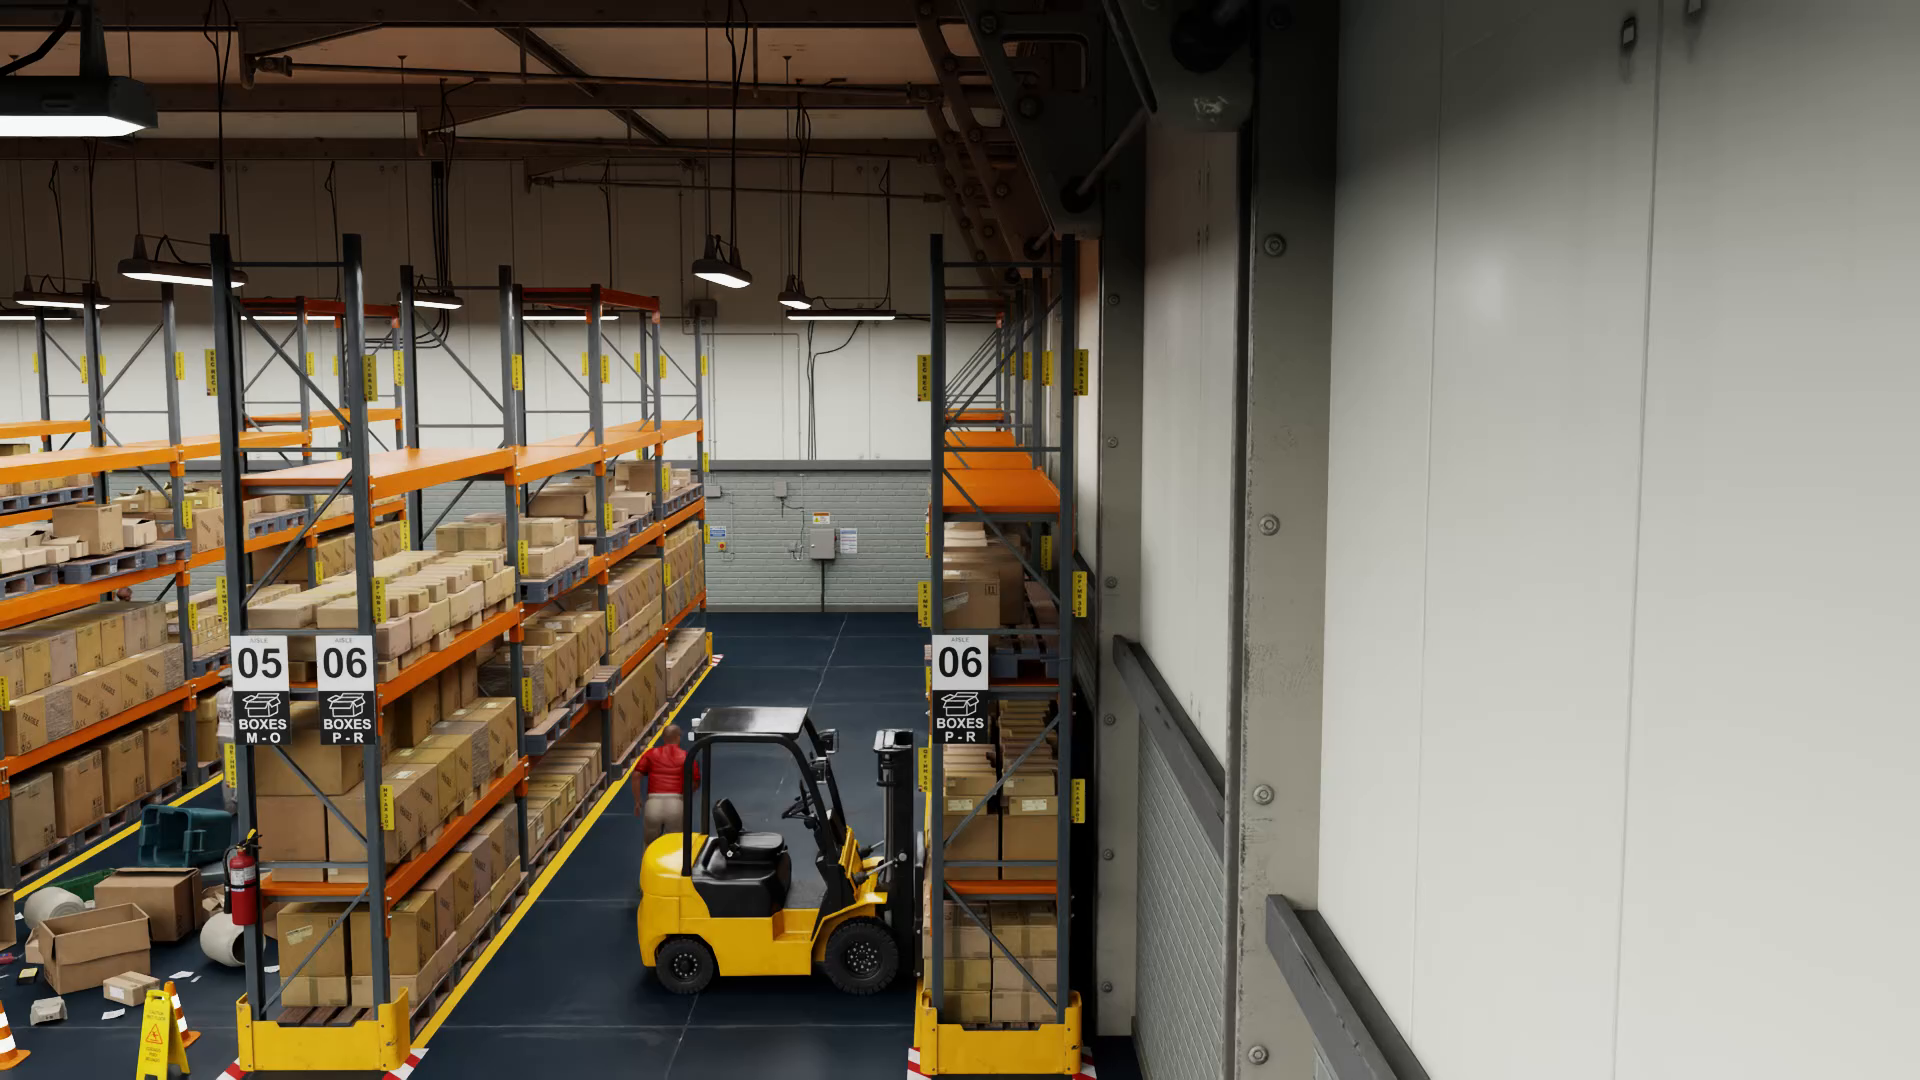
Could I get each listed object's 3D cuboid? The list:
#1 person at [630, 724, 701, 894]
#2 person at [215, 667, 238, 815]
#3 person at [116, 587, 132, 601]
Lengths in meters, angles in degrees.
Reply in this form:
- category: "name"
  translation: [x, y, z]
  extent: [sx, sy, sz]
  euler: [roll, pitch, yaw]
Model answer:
- category: "person"
  translation: [-2.828, 2.600, 16.045]
  extent: [0.666, 1.618, 0.784]
  euler: [0, 6, 1]
- category: "person"
  translation: [-8.188, 2.256, 18.783]
  extent: [0.505, 1.676, 0.484]
  euler: [1, 6, 9]
- category: "person"
  translation: [-12.965, 1.543, 25.790]
  extent: [0.491, 1.635, 0.377]
  euler: [5, 8, 39]
